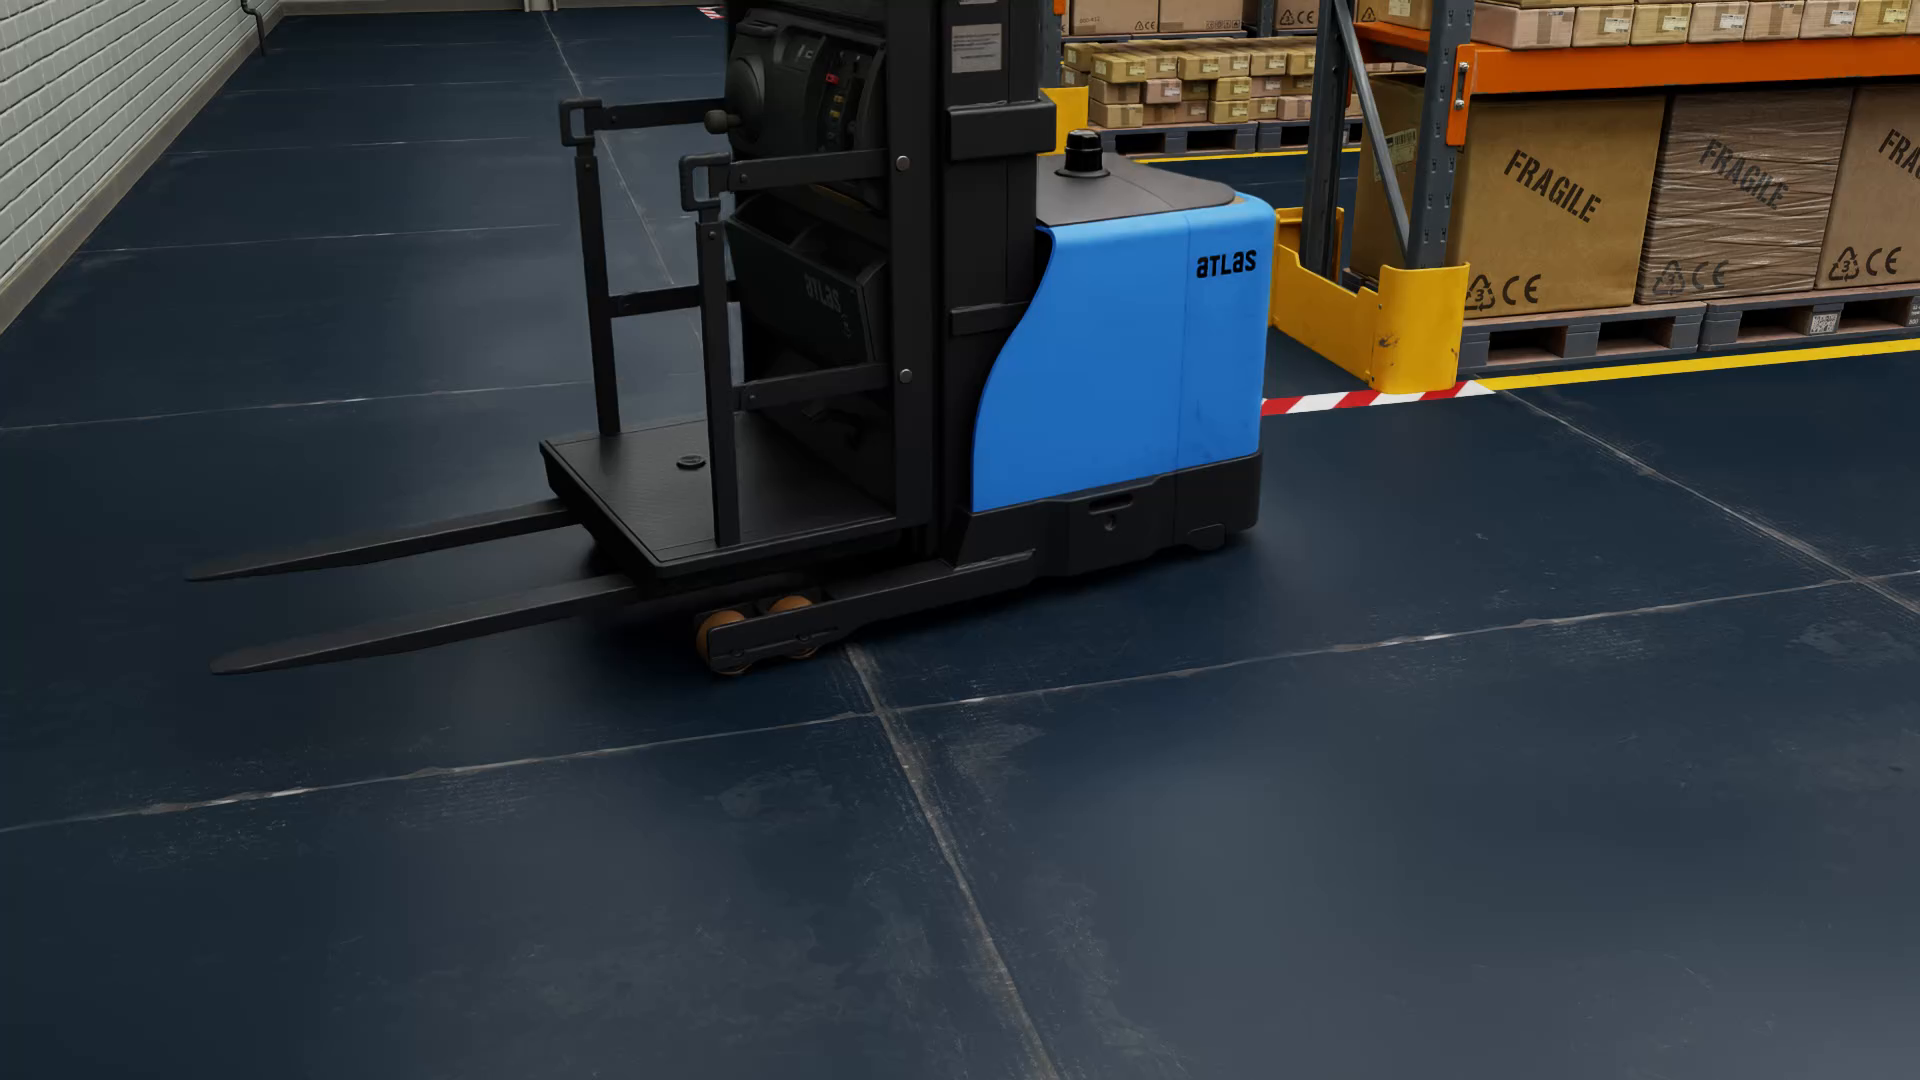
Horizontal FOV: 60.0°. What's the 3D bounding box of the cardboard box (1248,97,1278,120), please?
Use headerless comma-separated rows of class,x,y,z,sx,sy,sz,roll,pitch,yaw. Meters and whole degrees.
cardboard box,2.020,-3.039,11.611,0.250,0.149,0.380,-6,24,-14

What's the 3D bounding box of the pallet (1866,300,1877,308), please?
pallet,4.807,-1.284,7.975,1.213,0.211,1.003,-6,24,-14

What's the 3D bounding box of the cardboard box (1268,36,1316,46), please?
cardboard box,2.419,-3.552,12.053,0.250,0.149,0.380,-6,24,-14

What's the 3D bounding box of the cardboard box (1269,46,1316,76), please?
cardboard box,2.324,-3.316,11.501,0.250,0.149,0.380,-6,24,-14

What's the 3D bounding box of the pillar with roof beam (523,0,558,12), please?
pillar with roof beam,-3.989,-9.015,14.848,0.400,9.000,9.100,-6,24,-14

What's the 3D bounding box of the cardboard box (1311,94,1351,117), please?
cardboard box,2.543,-3.072,11.688,0.250,0.149,0.380,-6,24,-14

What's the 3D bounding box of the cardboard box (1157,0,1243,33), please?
cardboard box,2.250,-5.369,16.675,0.875,0.438,0.875,-7,24,-15

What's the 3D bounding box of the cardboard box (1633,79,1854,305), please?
cardboard box,3.180,-1.603,7.344,0.875,0.875,0.875,-6,24,-14

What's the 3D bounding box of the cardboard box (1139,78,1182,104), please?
cardboard box,1.319,-3.070,11.307,0.250,0.149,0.380,-6,24,-15

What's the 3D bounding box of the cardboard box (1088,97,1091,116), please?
cardboard box,0.917,-3.103,11.760,0.250,0.149,0.380,-6,24,-13

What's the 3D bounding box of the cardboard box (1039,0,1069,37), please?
cardboard box,0.519,-5.178,16.230,0.875,0.438,0.875,-6,24,-13

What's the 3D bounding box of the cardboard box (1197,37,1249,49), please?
cardboard box,1.890,-3.528,11.996,0.250,0.149,0.380,-5,24,-12

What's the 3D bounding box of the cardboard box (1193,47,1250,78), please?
cardboard box,1.789,-3.279,11.416,0.250,0.149,0.380,-8,24,-17

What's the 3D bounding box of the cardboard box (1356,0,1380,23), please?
cardboard box,4.326,-5.792,17.105,0.875,0.875,0.875,-6,24,-13

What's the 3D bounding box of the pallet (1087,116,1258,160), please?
pallet,1.331,-2.885,11.705,1.213,0.211,1.003,-6,24,-14

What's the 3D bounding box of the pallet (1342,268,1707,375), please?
pallet,2.458,-1.024,7.370,1.213,0.211,1.003,-6,24,-14

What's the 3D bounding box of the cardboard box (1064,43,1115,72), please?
cardboard box,0.908,-3.394,11.683,0.250,0.149,0.380,-6,24,-14

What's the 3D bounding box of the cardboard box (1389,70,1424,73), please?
cardboard box,3.082,-3.283,11.804,0.250,0.149,0.380,-6,24,-13

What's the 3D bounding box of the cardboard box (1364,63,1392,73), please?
cardboard box,2.810,-3.364,11.613,0.250,0.149,0.380,-7,24,-16

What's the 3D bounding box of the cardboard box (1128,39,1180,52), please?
cardboard box,1.380,-3.474,11.872,0.250,0.149,0.380,-7,24,-16

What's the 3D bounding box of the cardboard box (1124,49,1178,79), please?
cardboard box,1.296,-3.243,11.332,0.250,0.149,0.380,-6,24,-13

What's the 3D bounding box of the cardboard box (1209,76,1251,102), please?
cardboard box,1.807,-3.116,11.414,0.250,0.149,0.380,-6,24,-13

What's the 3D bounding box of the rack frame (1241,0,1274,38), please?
rack frame,2.883,-6.379,16.314,0.127,3.000,1.000,-6,24,-14

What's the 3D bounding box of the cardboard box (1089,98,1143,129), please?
cardboard box,1.057,-2.902,11.292,0.250,0.149,0.380,-6,24,-13

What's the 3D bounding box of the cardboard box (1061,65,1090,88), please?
cardboard box,0.898,-3.269,11.770,0.250,0.149,0.380,-7,24,-16

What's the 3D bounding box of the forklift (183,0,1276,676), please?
forklift,-0.607,-1.227,4.392,3.031,2.935,1.130,-12,26,-26

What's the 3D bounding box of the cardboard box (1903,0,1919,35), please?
cardboard box,3.873,-2.181,6.847,0.250,0.149,0.380,-6,24,-14

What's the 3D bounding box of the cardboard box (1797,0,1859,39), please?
cardboard box,3.377,-2.126,6.719,0.250,0.149,0.380,-7,24,-15

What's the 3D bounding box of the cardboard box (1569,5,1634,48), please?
cardboard box,2.387,-2.016,6.463,0.250,0.149,0.380,-7,24,-15

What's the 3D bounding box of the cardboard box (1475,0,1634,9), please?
cardboard box,2.244,-2.207,6.403,0.500,0.250,0.500,-7,24,-16

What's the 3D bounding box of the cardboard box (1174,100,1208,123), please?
cardboard box,1.525,-2.990,11.497,0.250,0.149,0.380,-6,24,-14

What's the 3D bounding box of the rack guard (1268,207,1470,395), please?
rack guard,1.686,-1.040,7.039,0.348,0.500,1.175,-6,24,-14

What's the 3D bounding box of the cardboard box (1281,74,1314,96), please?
cardboard box,2.287,-3.225,11.668,0.250,0.149,0.380,-5,24,-12

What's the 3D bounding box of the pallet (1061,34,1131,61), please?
pallet,0.953,-4.915,16.438,1.213,0.211,1.003,-6,24,-14

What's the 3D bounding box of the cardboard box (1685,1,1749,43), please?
cardboard box,2.884,-2.072,6.592,0.250,0.149,0.380,-7,24,-15

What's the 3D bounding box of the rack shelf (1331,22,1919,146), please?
rack shelf,3.635,-2.073,7.190,4.000,0.370,1.077,-6,24,-14
